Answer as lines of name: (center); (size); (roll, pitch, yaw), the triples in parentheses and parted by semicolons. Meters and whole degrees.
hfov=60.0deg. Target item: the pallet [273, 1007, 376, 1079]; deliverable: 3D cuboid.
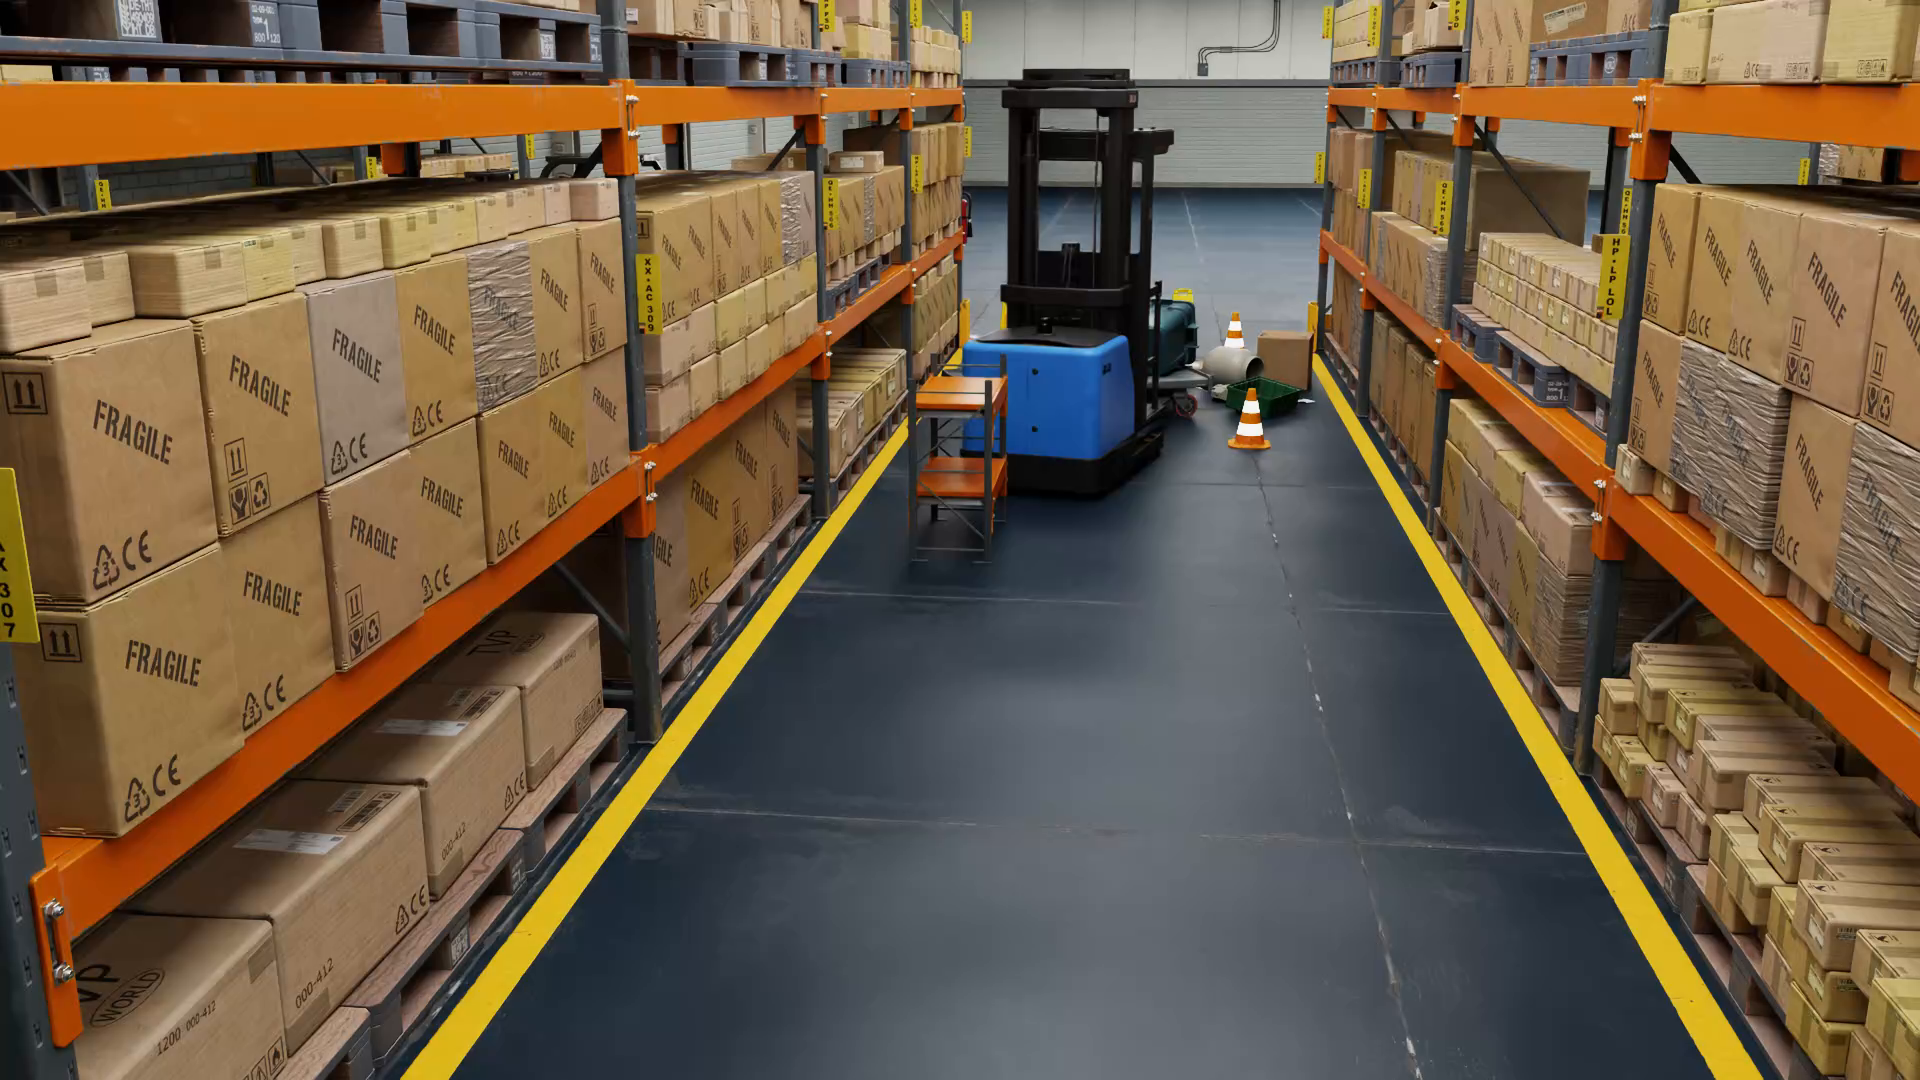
pallet: (-2.268, 1.603, 4.328); (1.003, 0.211, 1.213); (2, 15, 6)

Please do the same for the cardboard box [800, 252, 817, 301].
cardboard box: (-1.180, -1.644, 10.324); (0.500, 0.250, 0.500); (2, 15, 6)

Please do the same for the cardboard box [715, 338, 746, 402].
cardboard box: (-1.387, -0.871, 8.424); (0.500, 0.250, 0.500); (2, 15, 6)

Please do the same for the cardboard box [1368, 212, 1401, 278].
cardboard box: (3.676, -2.446, 13.768); (0.500, 0.500, 0.500); (2, 15, 7)

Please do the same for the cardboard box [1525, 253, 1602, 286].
cardboard box: (3.160, -1.402, 8.637); (0.380, 0.149, 0.250); (2, 15, 8)

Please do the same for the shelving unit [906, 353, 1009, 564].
shelving unit: (-0.001, -0.541, 10.509); (0.538, 1.125, 1.048); (2, 15, 6)

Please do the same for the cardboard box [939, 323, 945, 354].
cardboard box: (-0.419, -2.071, 17.036); (0.500, 0.250, 0.500); (1, 15, 4)

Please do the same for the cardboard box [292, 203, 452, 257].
cardboard box: (-1.768, -0.931, 5.010); (0.380, 0.149, 0.250); (2, 15, 6)

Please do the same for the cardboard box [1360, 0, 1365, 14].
cardboard box: (3.841, -4.855, 15.083); (0.380, 0.149, 0.250); (2, 15, 6)

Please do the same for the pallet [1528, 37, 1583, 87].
pallet: (3.390, -2.234, 7.791); (1.213, 0.211, 1.003); (2, 15, 6)

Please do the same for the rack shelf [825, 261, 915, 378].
rack shelf: (-1.152, -1.779, 12.874); (1.077, 0.370, 4.000); (2, 15, 6)

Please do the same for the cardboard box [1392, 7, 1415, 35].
cardboard box: (3.803, -4.431, 14.278); (0.500, 0.250, 0.500); (2, 15, 6)

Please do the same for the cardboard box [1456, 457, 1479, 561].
cardboard box: (3.165, -0.178, 9.558); (0.500, 0.500, 0.500); (2, 15, 7)

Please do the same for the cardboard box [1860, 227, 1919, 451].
cardboard box: (2.560, -0.480, 4.016); (0.500, 0.500, 0.500); (2, 15, 9)

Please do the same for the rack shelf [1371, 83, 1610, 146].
rack shelf: (3.777, -3.108, 12.040); (1.077, 0.370, 4.000); (2, 15, 6)

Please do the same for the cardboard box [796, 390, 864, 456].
cardboard box: (-1.229, -0.880, 12.399); (0.950, 0.372, 0.625); (1, 15, 5)

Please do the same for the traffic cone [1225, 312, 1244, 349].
traffic cone: (2.983, -2.243, 18.069); (0.336, 0.463, 0.334); (2, 15, 6)

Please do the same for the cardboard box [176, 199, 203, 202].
cardboard box: (-5.913, -2.594, 13.074); (0.380, 0.149, 0.250); (2, 15, 6)

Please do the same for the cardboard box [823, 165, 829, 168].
cardboard box: (-1.265, -2.927, 14.173); (0.500, 0.500, 0.500); (2, 15, 8)

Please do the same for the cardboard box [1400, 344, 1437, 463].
cardboard box: (3.805, -0.987, 12.072); (1.050, 0.750, 0.750); (2, 15, 7)

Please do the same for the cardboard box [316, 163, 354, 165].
cardboard box: (-6.071, -3.587, 16.176); (0.380, 0.149, 0.250); (1, 15, 5)

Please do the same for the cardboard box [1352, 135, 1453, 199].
cardboard box: (4.025, -3.360, 14.986); (0.875, 0.550, 0.550); (2, 15, 6)

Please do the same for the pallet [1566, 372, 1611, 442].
pallet: (3.331, -0.552, 7.325); (1.003, 0.211, 1.213); (2, 15, 6)

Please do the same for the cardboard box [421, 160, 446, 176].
cardboard box: (-5.451, -3.771, 16.858); (0.380, 0.149, 0.250); (2, 15, 6)

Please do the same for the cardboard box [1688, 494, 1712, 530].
cardboard box: (2.810, -0.126, 5.862); (0.380, 0.149, 0.250); (1, 15, 4)

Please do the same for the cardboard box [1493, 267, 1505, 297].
cardboard box: (3.242, -1.454, 9.400); (0.380, 0.149, 0.250); (1, 15, 5)

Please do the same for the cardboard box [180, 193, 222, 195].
cardboard box: (-6.285, -2.804, 13.850); (0.380, 0.149, 0.250); (2, 15, 6)

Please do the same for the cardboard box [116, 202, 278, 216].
cardboard box: (-2.314, -0.946, 5.064); (0.380, 0.149, 0.250); (2, 15, 6)

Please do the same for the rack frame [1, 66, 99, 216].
rack frame: (-6.311, -1.753, 11.399); (1.000, 3.000, 0.127); (2, 15, 6)

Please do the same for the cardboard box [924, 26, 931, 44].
cardboard box: (-0.472, -4.633, 15.256); (0.380, 0.149, 0.250); (2, 15, 6)

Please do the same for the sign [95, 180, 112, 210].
sign: (-5.770, -2.260, 11.208); (0.100, 0.325, 0.005); (2, 15, 6)

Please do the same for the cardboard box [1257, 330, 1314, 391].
cardboard box: (3.158, -1.753, 16.183); (0.500, 0.500, 0.500); (4, 16, 16)

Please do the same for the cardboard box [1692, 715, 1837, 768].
cardboard box: (2.779, 0.724, 5.756); (0.380, 0.149, 0.250); (1, 15, 5)

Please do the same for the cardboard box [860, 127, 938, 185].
cardboard box: (-0.582, -3.559, 15.402); (0.700, 0.500, 0.500); (2, 15, 7)

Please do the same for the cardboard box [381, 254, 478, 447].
cardboard box: (-1.787, -0.577, 4.944); (0.500, 0.500, 0.500); (2, 15, 6)

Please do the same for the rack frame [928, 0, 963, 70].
rack frame: (-0.475, -6.579, 17.752); (1.000, 3.000, 0.127); (2, 15, 6)

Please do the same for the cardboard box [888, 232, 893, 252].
cardboard box: (-0.751, -2.449, 13.651); (0.380, 0.149, 0.250); (1, 15, 5)

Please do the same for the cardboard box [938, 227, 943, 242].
cardboard box: (-0.380, -3.124, 16.951); (0.380, 0.149, 0.250); (2, 15, 6)

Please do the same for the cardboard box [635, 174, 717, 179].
cardboard box: (-1.723, -1.889, 9.795); (0.500, 0.500, 0.500); (2, 15, 6)

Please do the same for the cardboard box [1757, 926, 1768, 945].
cardboard box: (2.680, 1.216, 5.077); (0.380, 0.149, 0.250); (2, 15, 8)

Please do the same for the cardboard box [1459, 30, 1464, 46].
cardboard box: (3.401, -3.236, 10.589); (0.380, 0.166, 0.250); (2, 15, 6)

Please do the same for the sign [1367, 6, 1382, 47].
sign: (3.451, -4.277, 13.846); (0.100, 0.325, 0.005); (2, 15, 6)

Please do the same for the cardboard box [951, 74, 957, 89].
cardboard box: (-0.233, -4.843, 17.562); (0.380, 0.149, 0.250); (2, 15, 7)

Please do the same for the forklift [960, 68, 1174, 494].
forklift: (0.979, -2.081, 12.742); (1.130, 2.935, 3.031); (5, 16, 19)

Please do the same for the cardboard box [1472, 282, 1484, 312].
cardboard box: (3.301, -1.460, 9.990); (0.380, 0.149, 0.250); (1, 15, 5)

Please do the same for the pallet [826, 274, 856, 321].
pallet: (-1.404, -1.703, 11.582); (1.213, 0.211, 1.003); (2, 15, 6)

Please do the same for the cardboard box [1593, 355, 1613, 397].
cardboard box: (2.977, -0.709, 7.213); (0.380, 0.149, 0.250); (2, 15, 7)

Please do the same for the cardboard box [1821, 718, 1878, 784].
cardboard box: (3.202, 0.733, 5.724); (0.380, 0.149, 0.250); (2, 15, 8)

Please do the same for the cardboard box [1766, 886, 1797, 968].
cardboard box: (2.575, 1.136, 4.803); (0.380, 0.149, 0.250); (2, 15, 9)

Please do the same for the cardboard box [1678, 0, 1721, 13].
cardboard box: (2.808, -1.950, 5.710); (0.500, 0.250, 0.500); (2, 15, 8)

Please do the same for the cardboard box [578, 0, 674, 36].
cardboard box: (-1.425, -2.276, 7.038); (0.396, 0.266, 0.258); (2, 15, 6)

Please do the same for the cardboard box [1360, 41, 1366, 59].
cardboard box: (3.811, -4.406, 14.949); (0.380, 0.149, 0.250); (2, 15, 6)

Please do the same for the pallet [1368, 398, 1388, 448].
pallet: (3.991, -0.977, 13.872); (1.003, 0.211, 1.213); (2, 15, 6)

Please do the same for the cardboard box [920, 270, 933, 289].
cardboard box: (-0.462, -2.505, 15.963); (0.380, 0.149, 0.250); (2, 15, 8)
